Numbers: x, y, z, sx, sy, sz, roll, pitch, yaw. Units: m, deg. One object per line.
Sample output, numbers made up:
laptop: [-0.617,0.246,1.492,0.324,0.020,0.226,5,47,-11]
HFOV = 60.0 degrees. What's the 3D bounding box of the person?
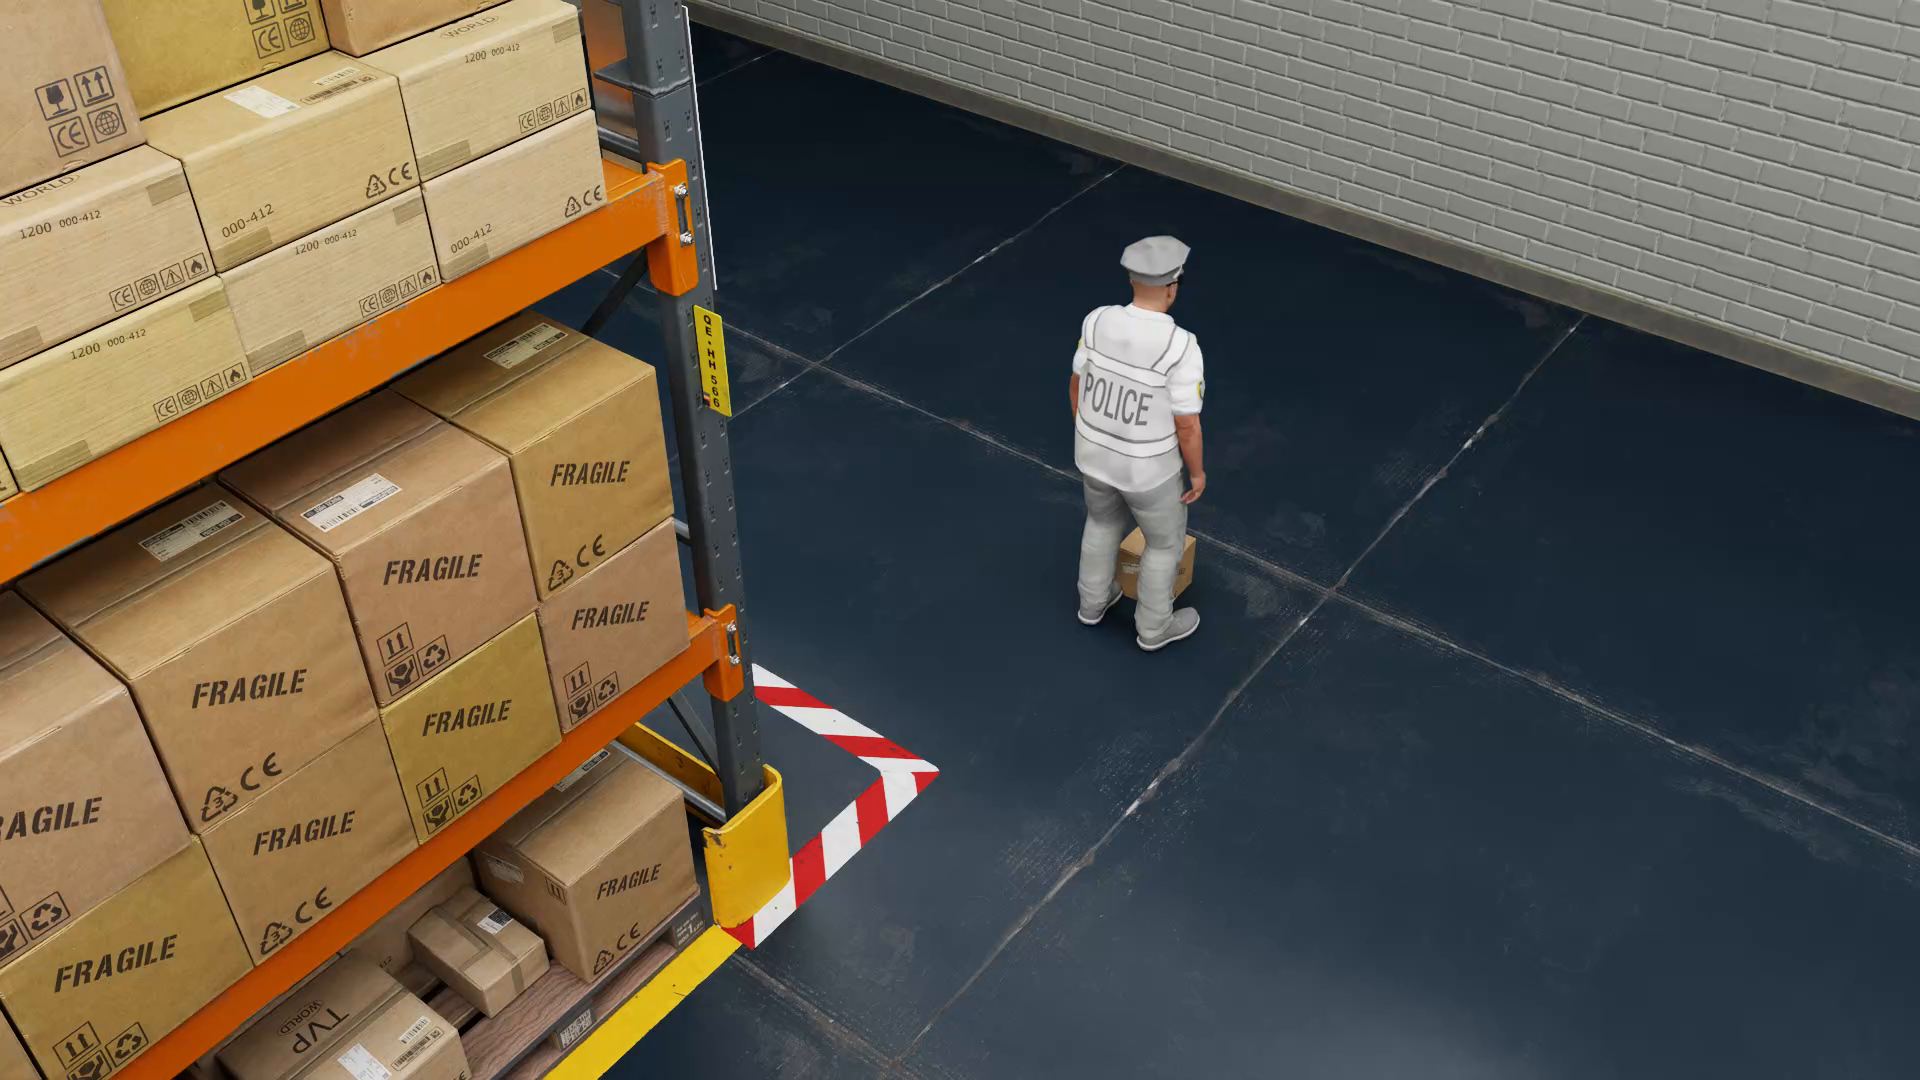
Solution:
person: [0.688,-0.336,6.567,0.587,1.748,0.433,25,45,28]
